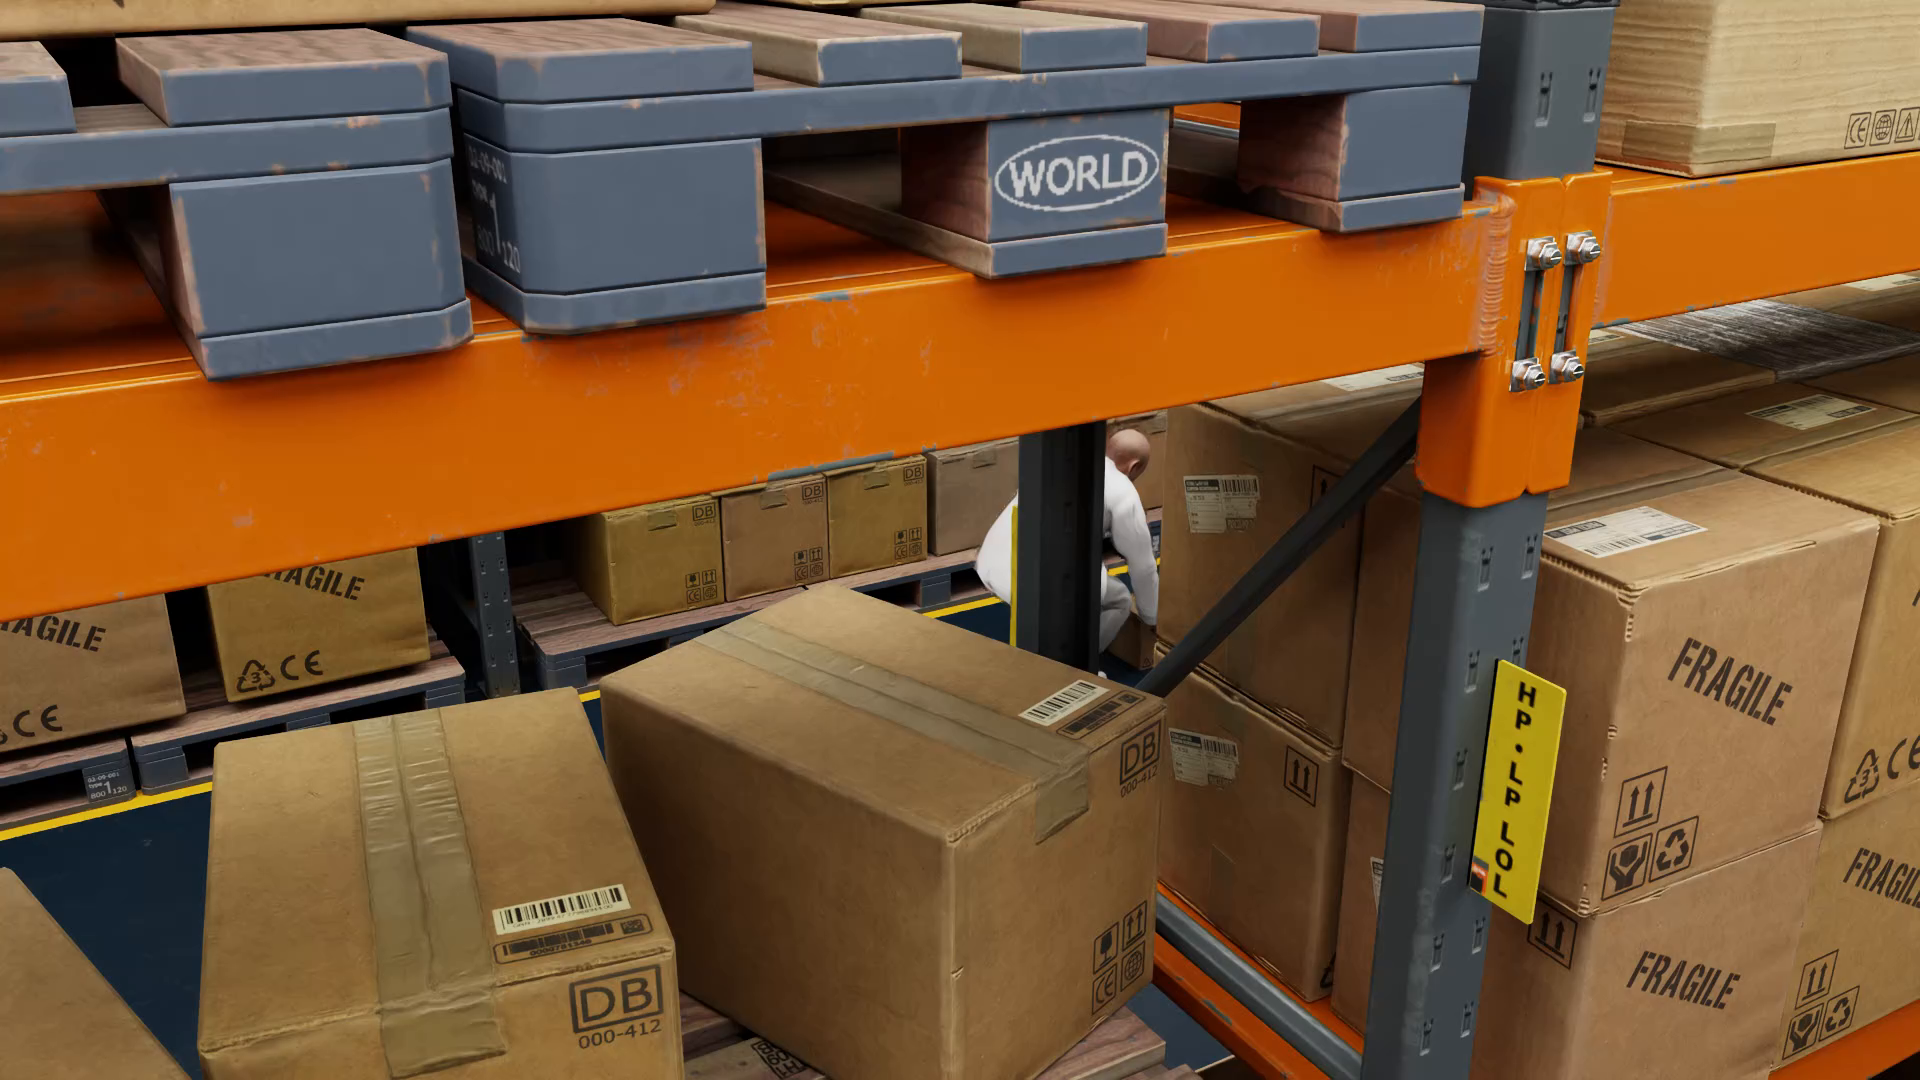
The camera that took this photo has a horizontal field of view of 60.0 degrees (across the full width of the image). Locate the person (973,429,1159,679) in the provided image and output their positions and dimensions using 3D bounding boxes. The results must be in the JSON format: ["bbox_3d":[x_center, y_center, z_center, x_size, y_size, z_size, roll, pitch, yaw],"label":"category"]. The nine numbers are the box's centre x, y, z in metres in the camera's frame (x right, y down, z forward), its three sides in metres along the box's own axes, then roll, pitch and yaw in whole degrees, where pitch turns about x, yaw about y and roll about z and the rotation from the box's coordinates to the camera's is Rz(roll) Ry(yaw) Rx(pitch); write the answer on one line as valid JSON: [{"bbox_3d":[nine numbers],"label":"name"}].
[{"bbox_3d":[0.463,0.096,6.894,0.893,1.024,0.611,-13,25,-30],"label":"person"}]
